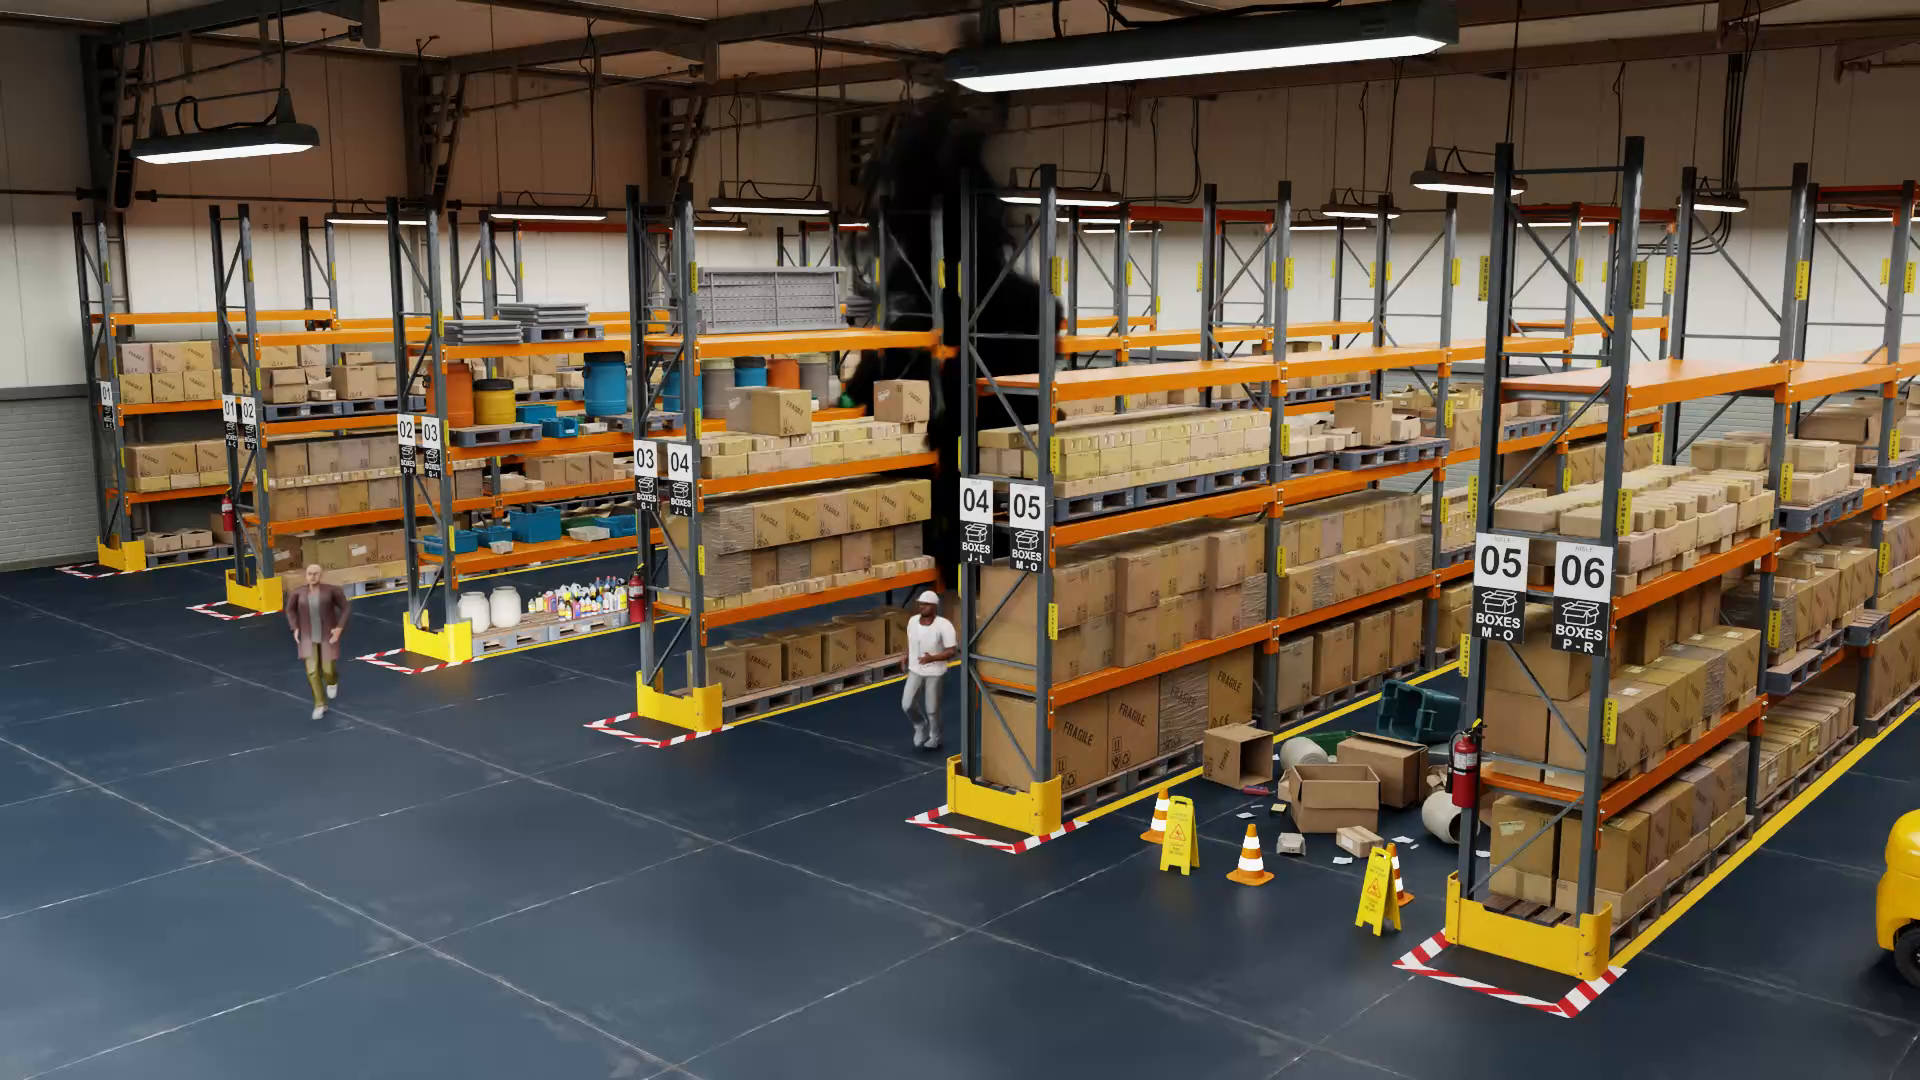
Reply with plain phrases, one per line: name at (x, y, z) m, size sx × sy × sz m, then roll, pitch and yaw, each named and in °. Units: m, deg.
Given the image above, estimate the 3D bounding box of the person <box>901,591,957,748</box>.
person at (-0.362, 1.388, 17.568) m, size 0.676 × 1.721 × 0.630 m, roll 4°, pitch 10°, yaw 25°

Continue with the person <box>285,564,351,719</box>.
person at (-7.425, 1.132, 19.279) m, size 0.731 × 1.755 × 0.817 m, roll -2°, pitch 10°, yaw -14°
